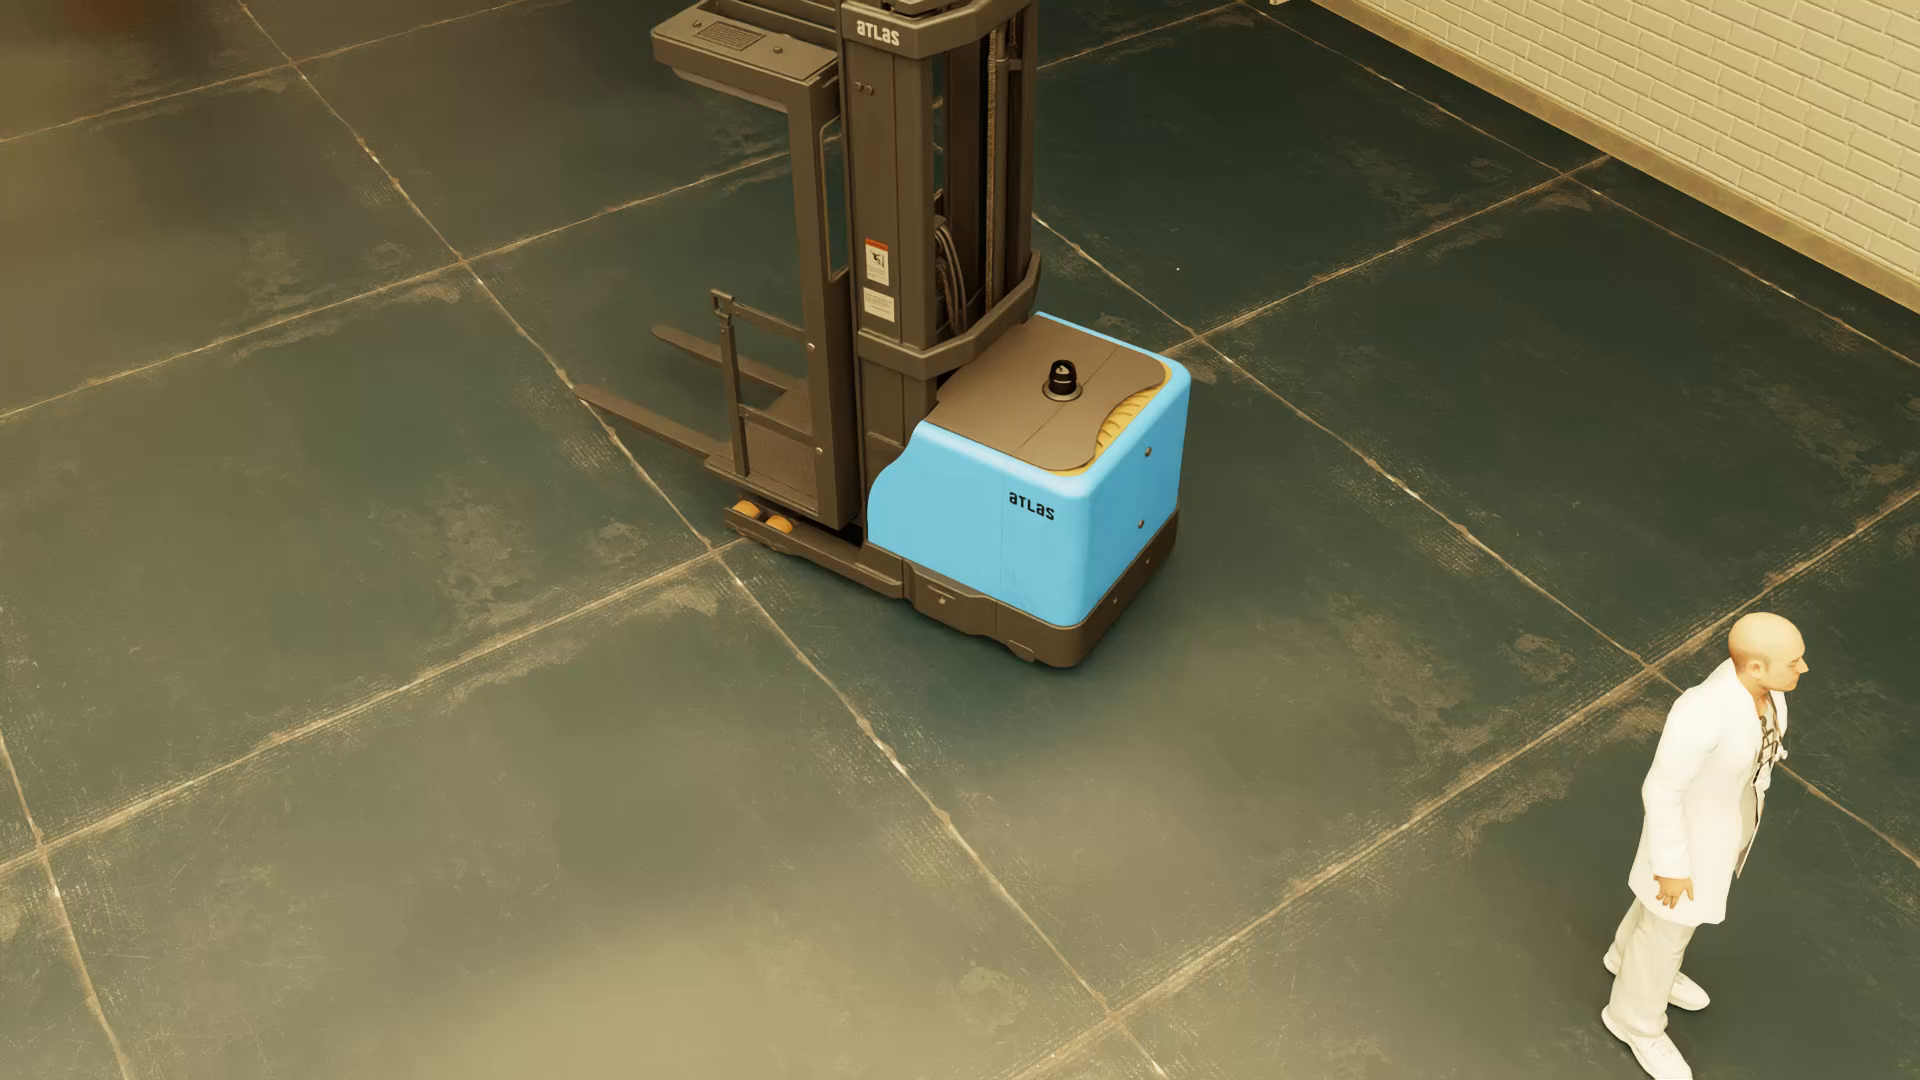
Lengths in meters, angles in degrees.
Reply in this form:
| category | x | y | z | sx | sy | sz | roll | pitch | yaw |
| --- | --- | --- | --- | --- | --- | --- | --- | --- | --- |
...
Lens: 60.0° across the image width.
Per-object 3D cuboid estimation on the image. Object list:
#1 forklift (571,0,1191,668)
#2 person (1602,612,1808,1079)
| category | x | y | z | sx | sy | sz | roll | pitch | yaw |
| --- | --- | --- | --- | --- | --- | --- | --- | --- | --- |
| forklift | -0.511 | -1.302 | 7.129 | 3.031 | 2.935 | 1.130 | 24 | 48 | 24 |
| person | 2.525 | 0.993 | 5.479 | 0.695 | 1.775 | 0.582 | -34 | 52 | -31 |
